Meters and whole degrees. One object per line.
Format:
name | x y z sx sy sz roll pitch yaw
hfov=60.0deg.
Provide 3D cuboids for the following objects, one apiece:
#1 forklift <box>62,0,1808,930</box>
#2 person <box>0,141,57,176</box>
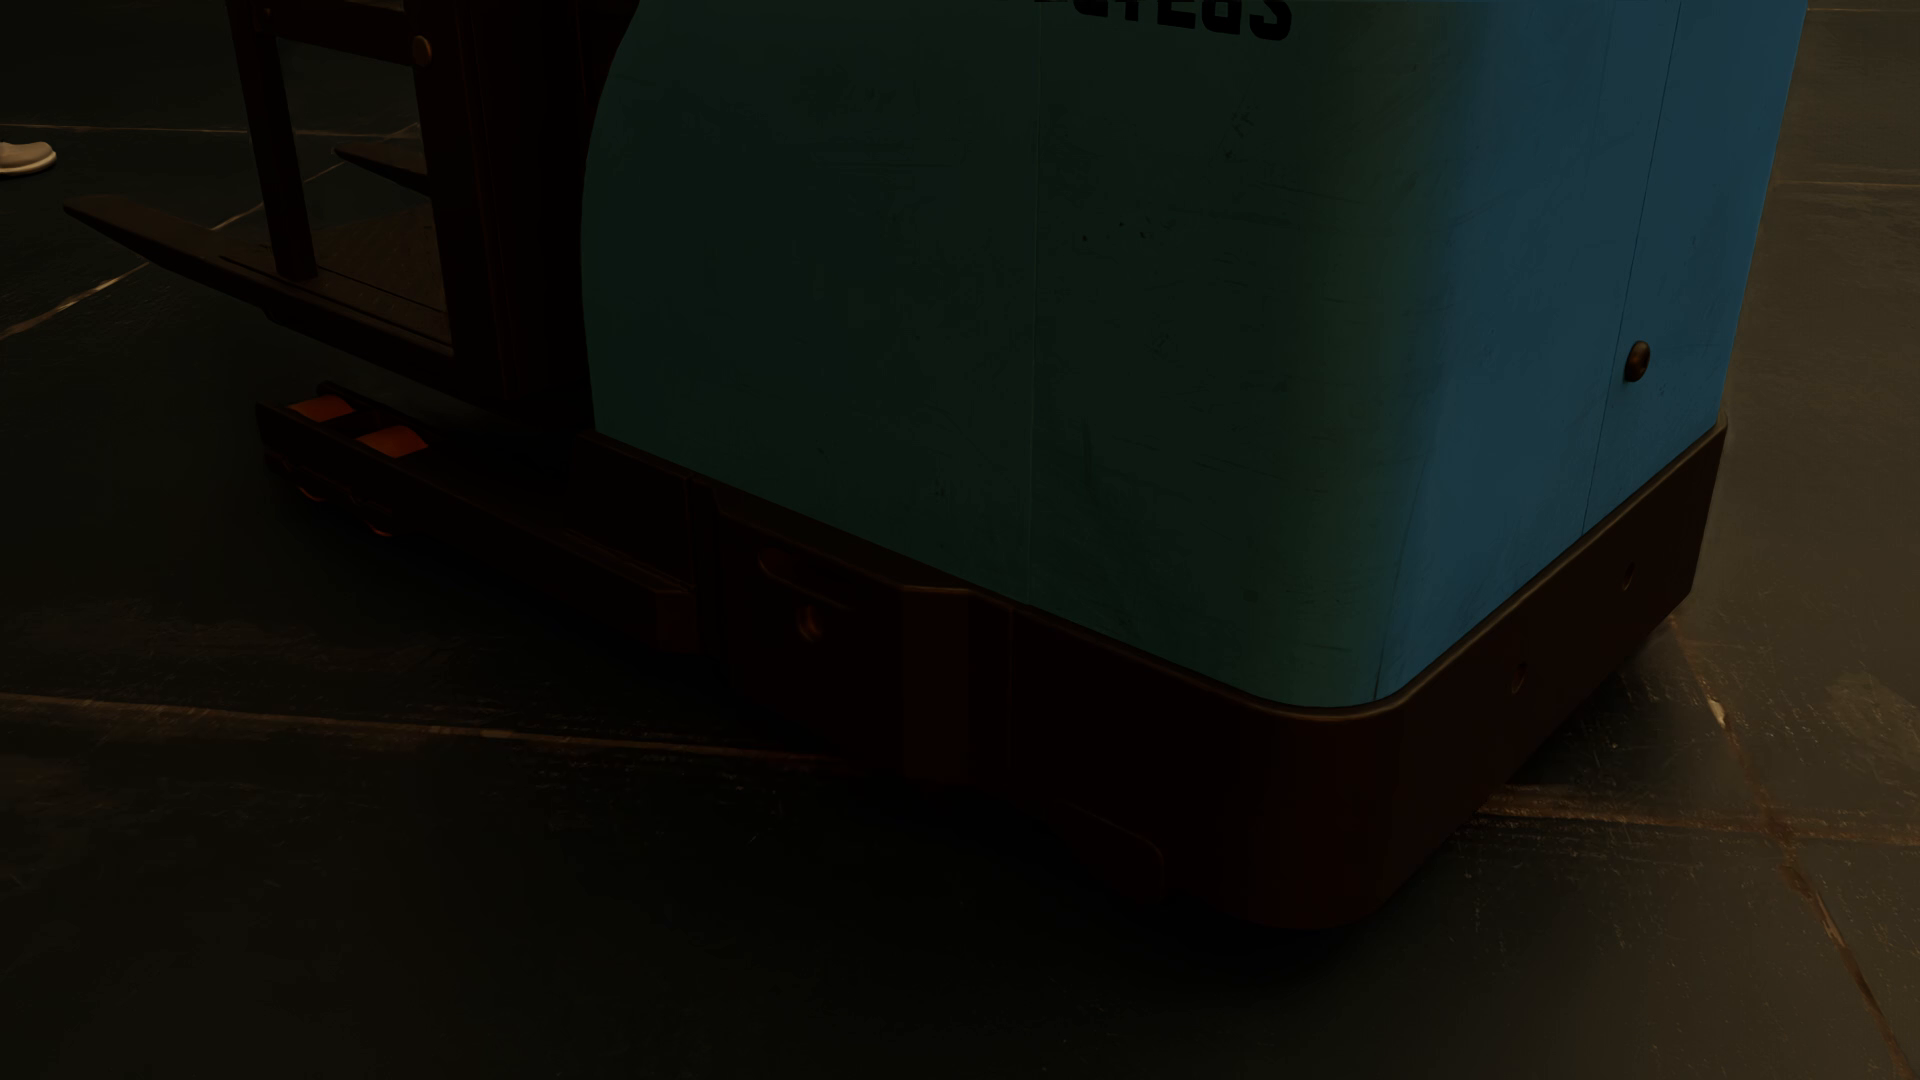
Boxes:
forklift | -0.464 -1.473 2.168 3.031 2.935 1.130 21 33 36
person | -2.807 -1.757 4.082 0.677 1.731 0.544 16 31 29
